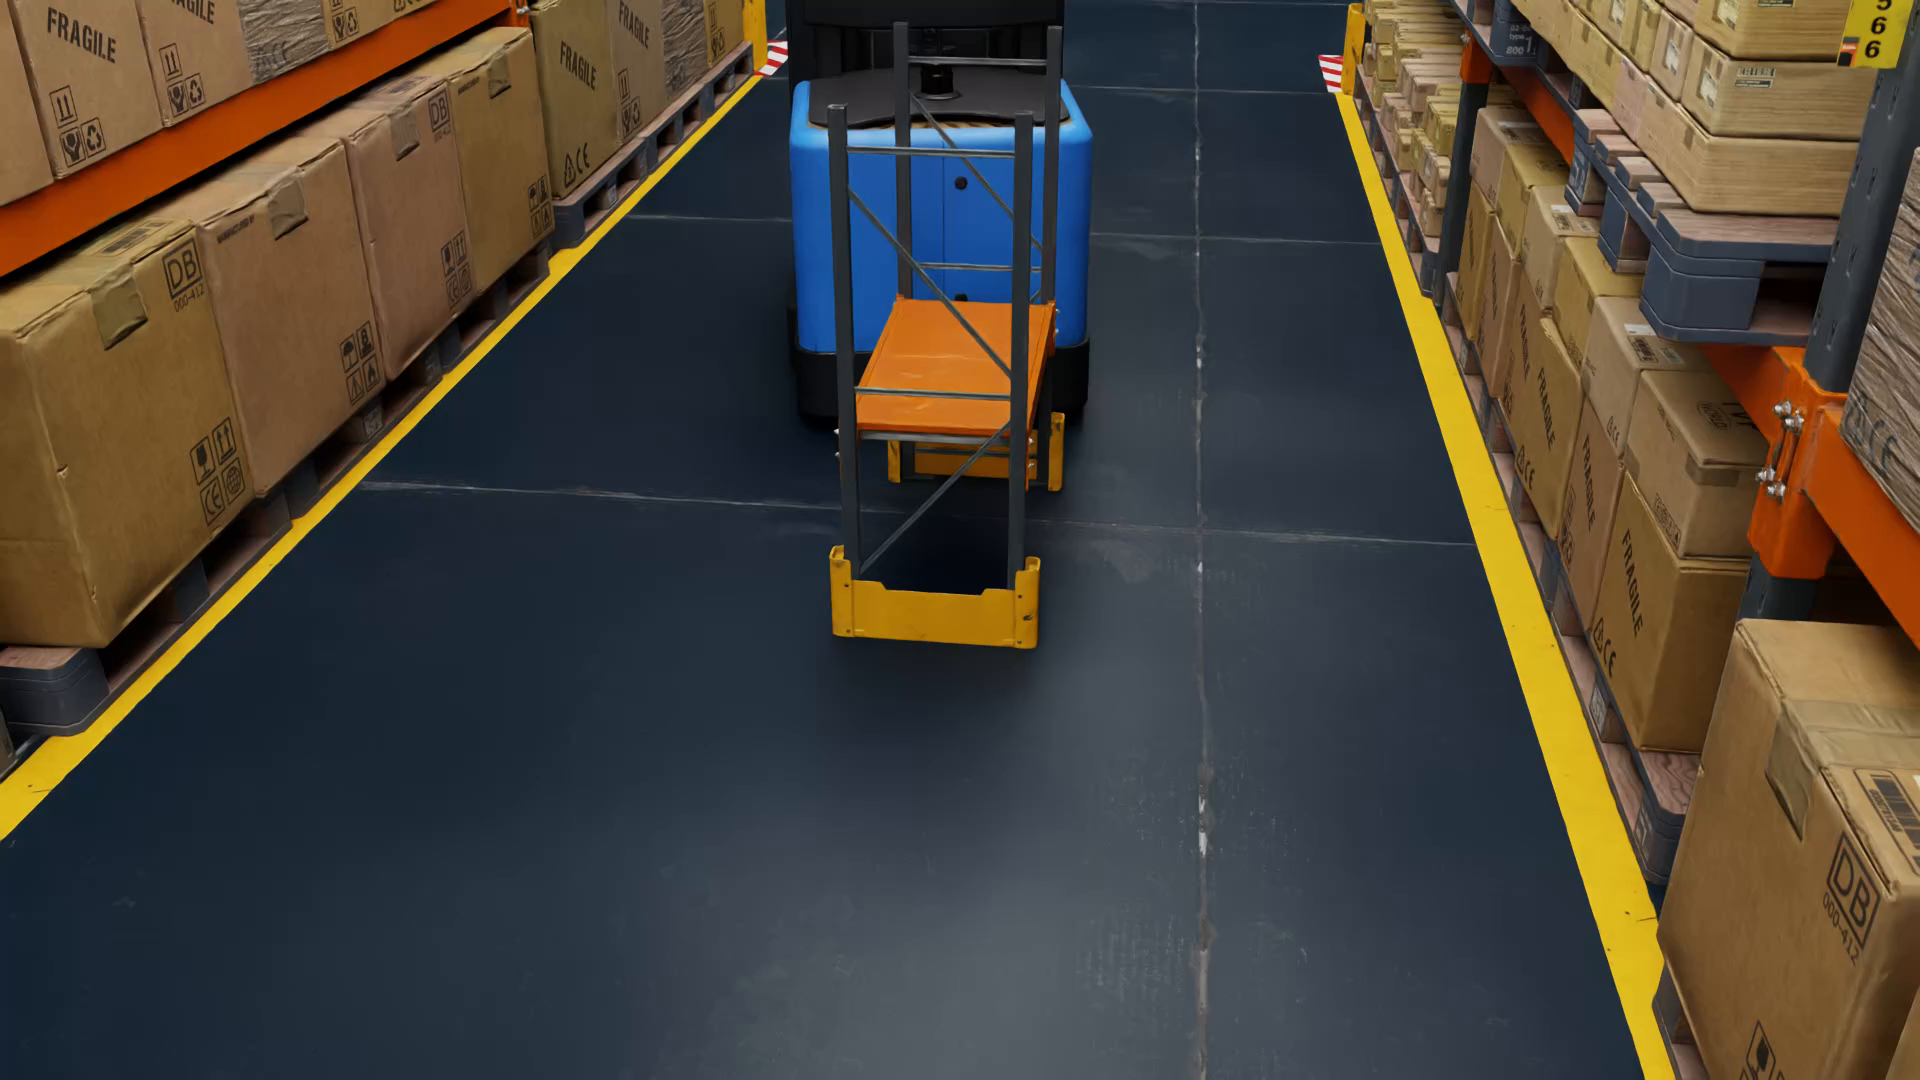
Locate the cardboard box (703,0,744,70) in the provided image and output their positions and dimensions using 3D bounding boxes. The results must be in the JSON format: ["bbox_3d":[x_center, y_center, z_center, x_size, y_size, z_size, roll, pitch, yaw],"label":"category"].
[{"bbox_3d":[-1.895,-3.464,10.315,0.875,0.875,0.875,3,28,6],"label":"cardboard box"}]

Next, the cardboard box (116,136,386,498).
[{"bbox_3d":[-2.654,-0.747,5.272,1.225,0.875,0.875,3,29,6],"label":"cardboard box"}]

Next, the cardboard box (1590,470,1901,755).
[{"bbox_3d":[1.855,0.172,3.962,0.500,0.500,0.500,3,28,6],"label":"cardboard box"}]

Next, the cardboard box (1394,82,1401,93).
[{"bbox_3d":[2.581,-2.402,9.109,0.380,0.149,0.250,3,29,6],"label":"cardboard box"}]

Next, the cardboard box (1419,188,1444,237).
[{"bbox_3d":[2.234,-1.436,7.316,0.380,0.149,0.250,4,29,7],"label":"cardboard box"}]

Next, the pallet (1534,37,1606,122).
[{"bbox_3d":[2.236,-1.269,4.645,1.003,0.211,1.213,3,28,6],"label":"pallet"}]

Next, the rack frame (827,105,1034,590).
[{"bbox_3d":[-0.073,-0.381,4.376,0.500,1.500,0.032,3,28,6],"label":"rack frame"}]

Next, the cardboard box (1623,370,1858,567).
[{"bbox_3d":[1.858,-0.171,3.806,0.500,0.250,0.500,3,28,5],"label":"cardboard box"}]

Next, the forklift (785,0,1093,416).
[{"bbox_3d":[-0.153,-2.395,6.606,1.130,2.935,3.031,-2,28,-3],"label":"forklift"}]

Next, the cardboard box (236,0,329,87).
[{"bbox_3d":[-2.363,-1.731,5.196,0.500,0.500,0.500,3,29,6],"label":"cardboard box"}]

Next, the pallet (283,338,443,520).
[{"bbox_3d":[-2.553,-0.467,5.894,1.003,0.211,1.213,3,28,6],"label":"pallet"}]

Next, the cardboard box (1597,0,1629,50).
[{"bbox_3d":[1.734,-1.251,3.918,0.380,0.149,0.250,3,29,6],"label":"cardboard box"}]

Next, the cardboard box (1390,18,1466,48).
[{"bbox_3d":[2.592,-2.780,9.184,0.380,0.149,0.250,2,28,4],"label":"cardboard box"}]

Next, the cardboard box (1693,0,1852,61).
[{"bbox_3d":[1.639,-1.013,3.162,0.380,0.149,0.250,2,28,4],"label":"cardboard box"}]

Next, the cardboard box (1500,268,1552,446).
[{"bbox_3d":[2.056,-0.557,5.315,0.500,0.500,0.500,4,29,7],"label":"cardboard box"}]

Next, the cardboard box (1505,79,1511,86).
[{"bbox_3d":[2.920,-2.264,8.226,0.380,0.149,0.250,2,28,4],"label":"cardboard box"}]

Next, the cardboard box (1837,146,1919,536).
[{"bbox_3d":[1.711,-0.267,2.478,0.500,0.500,0.500,4,29,7],"label":"cardboard box"}]

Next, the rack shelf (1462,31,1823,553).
[{"bbox_3d":[2.279,-1.044,4.783,1.077,0.370,4.000,3,28,6],"label":"rack shelf"}]

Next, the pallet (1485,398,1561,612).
[{"bbox_3d":[2.283,-0.132,5.272,1.003,0.211,1.213,3,28,6],"label":"pallet"}]

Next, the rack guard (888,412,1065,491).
[{"bbox_3d":[0.052,-0.309,5.559,0.587,0.250,0.087,3,28,6],"label":"rack guard"}]

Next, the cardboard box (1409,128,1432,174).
[{"bbox_3d":[2.283,-1.785,7.649,0.380,0.149,0.250,2,28,4],"label":"cardboard box"}]

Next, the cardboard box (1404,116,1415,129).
[{"bbox_3d":[2.459,-2.042,8.441,0.380,0.149,0.250,4,29,7],"label":"cardboard box"}]

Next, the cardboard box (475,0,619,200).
[{"bbox_3d":[-2.226,-2.193,7.956,0.875,0.875,0.875,3,28,6],"label":"cardboard box"}]

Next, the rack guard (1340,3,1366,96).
[{"bbox_3d":[3.005,-3.049,10.382,1.175,0.500,0.348,3,28,6],"label":"rack guard"}]

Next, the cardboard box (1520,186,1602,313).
[{"bbox_3d":[2.042,-0.893,5.148,0.500,0.250,0.500,4,29,8],"label":"cardboard box"}]

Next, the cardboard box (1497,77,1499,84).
[{"bbox_3d":[3.036,-2.615,9.191,0.380,0.149,0.250,3,28,6],"label":"cardboard box"}]

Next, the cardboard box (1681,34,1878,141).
[{"bbox_3d":[1.643,-0.883,3.235,0.380,0.149,0.250,4,29,7],"label":"cardboard box"}]

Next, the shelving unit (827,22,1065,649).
[{"bbox_3d":[-0.009,-0.624,4.828,0.587,1.500,1.083,3,28,6],"label":"shelving unit"}]

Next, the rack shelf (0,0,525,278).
[{"bbox_3d":[-2.631,-1.380,5.407,1.077,0.370,4.000,3,28,6],"label":"rack shelf"}]

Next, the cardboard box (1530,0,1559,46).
[{"bbox_3d":[1.831,-1.484,4.664,0.380,0.149,0.250,2,28,4],"label":"cardboard box"}]

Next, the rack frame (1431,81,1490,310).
[{"bbox_3d":[2.524,-2.302,6.360,1.000,3.000,0.127,3,28,6],"label":"rack frame"}]

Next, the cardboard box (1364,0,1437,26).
[{"bbox_3d":[2.613,-3.150,9.869,0.380,0.149,0.250,2,28,4],"label":"cardboard box"}]

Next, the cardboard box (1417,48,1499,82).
[{"bbox_3d":[2.535,-2.405,8.487,0.380,0.149,0.250,3,29,6],"label":"cardboard box"}]

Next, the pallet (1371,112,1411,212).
[{"bbox_3d":[2.718,-1.968,8.681,1.003,0.211,1.213,3,28,6],"label":"pallet"}]

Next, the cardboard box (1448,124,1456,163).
[{"bbox_3d":[2.309,-1.676,7.135,0.380,0.149,0.250,4,29,8],"label":"cardboard box"}]

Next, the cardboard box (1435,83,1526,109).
[{"bbox_3d":[2.434,-2.034,7.799,0.380,0.149,0.250,4,29,8],"label":"cardboard box"}]

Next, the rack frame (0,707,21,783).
[{"bbox_3d":[-2.876,-0.755,3.489,1.000,3.000,0.127,3,28,6],"label":"rack frame"}]

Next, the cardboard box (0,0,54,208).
[{"bbox_3d":[-2.547,-1.012,3.860,0.500,0.500,0.500,4,29,8],"label":"cardboard box"}]

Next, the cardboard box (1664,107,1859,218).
[{"bbox_3d":[1.638,-0.752,3.306,0.380,0.149,0.250,4,29,7],"label":"cardboard box"}]

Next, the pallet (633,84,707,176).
[{"bbox_3d":[-2.068,-2.339,9.370,1.003,0.211,1.213,3,28,6],"label":"pallet"}]

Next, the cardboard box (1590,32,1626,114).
[{"bbox_3d":[1.736,-1.107,3.965,0.380,0.149,0.250,3,28,6],"label":"cardboard box"}]

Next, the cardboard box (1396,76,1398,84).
[{"bbox_3d":[2.586,-2.523,9.020,0.380,0.149,0.250,2,28,4],"label":"cardboard box"}]
